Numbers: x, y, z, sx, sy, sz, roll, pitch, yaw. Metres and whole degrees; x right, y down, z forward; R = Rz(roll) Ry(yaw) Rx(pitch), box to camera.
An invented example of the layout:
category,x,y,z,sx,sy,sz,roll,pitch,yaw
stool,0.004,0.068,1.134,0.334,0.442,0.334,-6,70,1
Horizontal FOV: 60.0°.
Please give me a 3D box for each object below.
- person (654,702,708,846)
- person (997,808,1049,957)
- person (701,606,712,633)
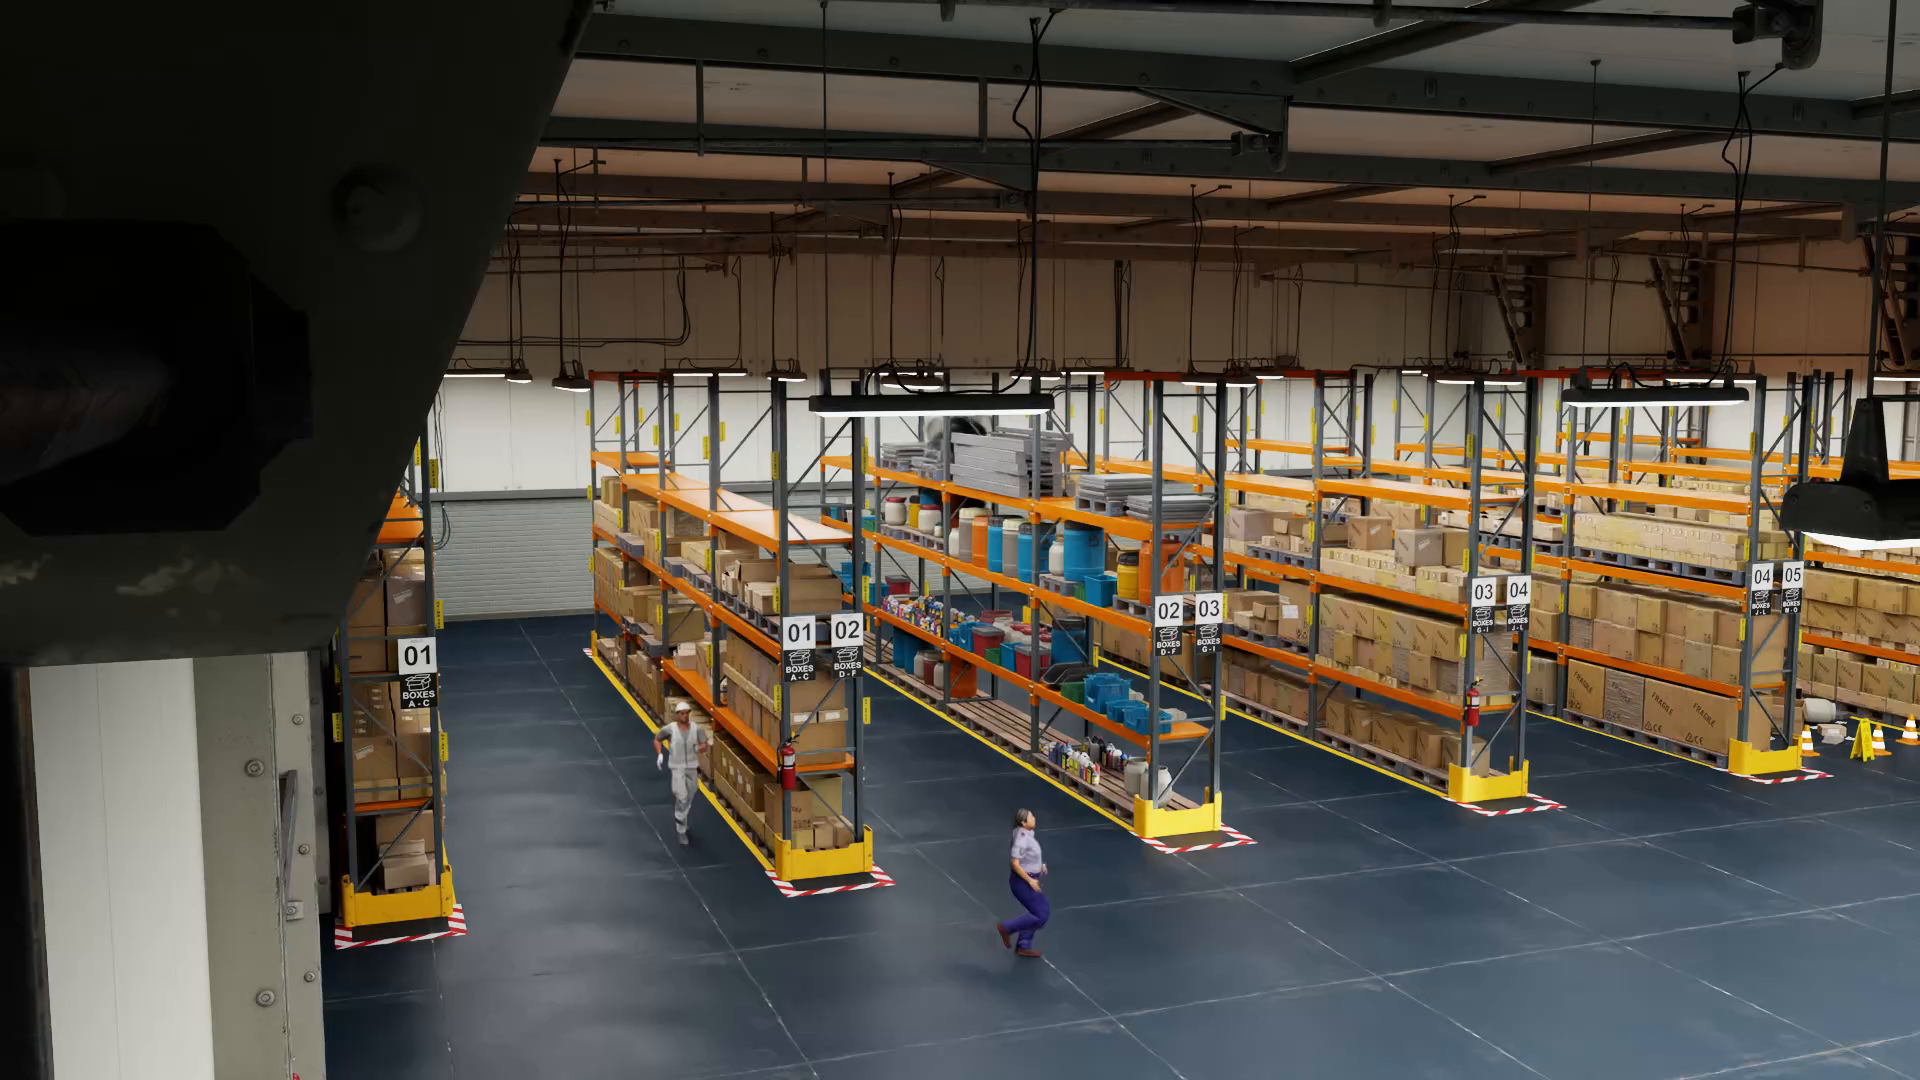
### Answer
category,x,y,z,sx,sy,sz,roll,pitch,yaw
person,-3.614,3.022,21.699,0.645,1.848,0.790,-3,7,-28
person,0.661,3.610,17.469,0.552,1.588,0.617,0,6,-2
person,-5.136,1.641,34.825,0.537,1.682,1.104,-5,8,-35
